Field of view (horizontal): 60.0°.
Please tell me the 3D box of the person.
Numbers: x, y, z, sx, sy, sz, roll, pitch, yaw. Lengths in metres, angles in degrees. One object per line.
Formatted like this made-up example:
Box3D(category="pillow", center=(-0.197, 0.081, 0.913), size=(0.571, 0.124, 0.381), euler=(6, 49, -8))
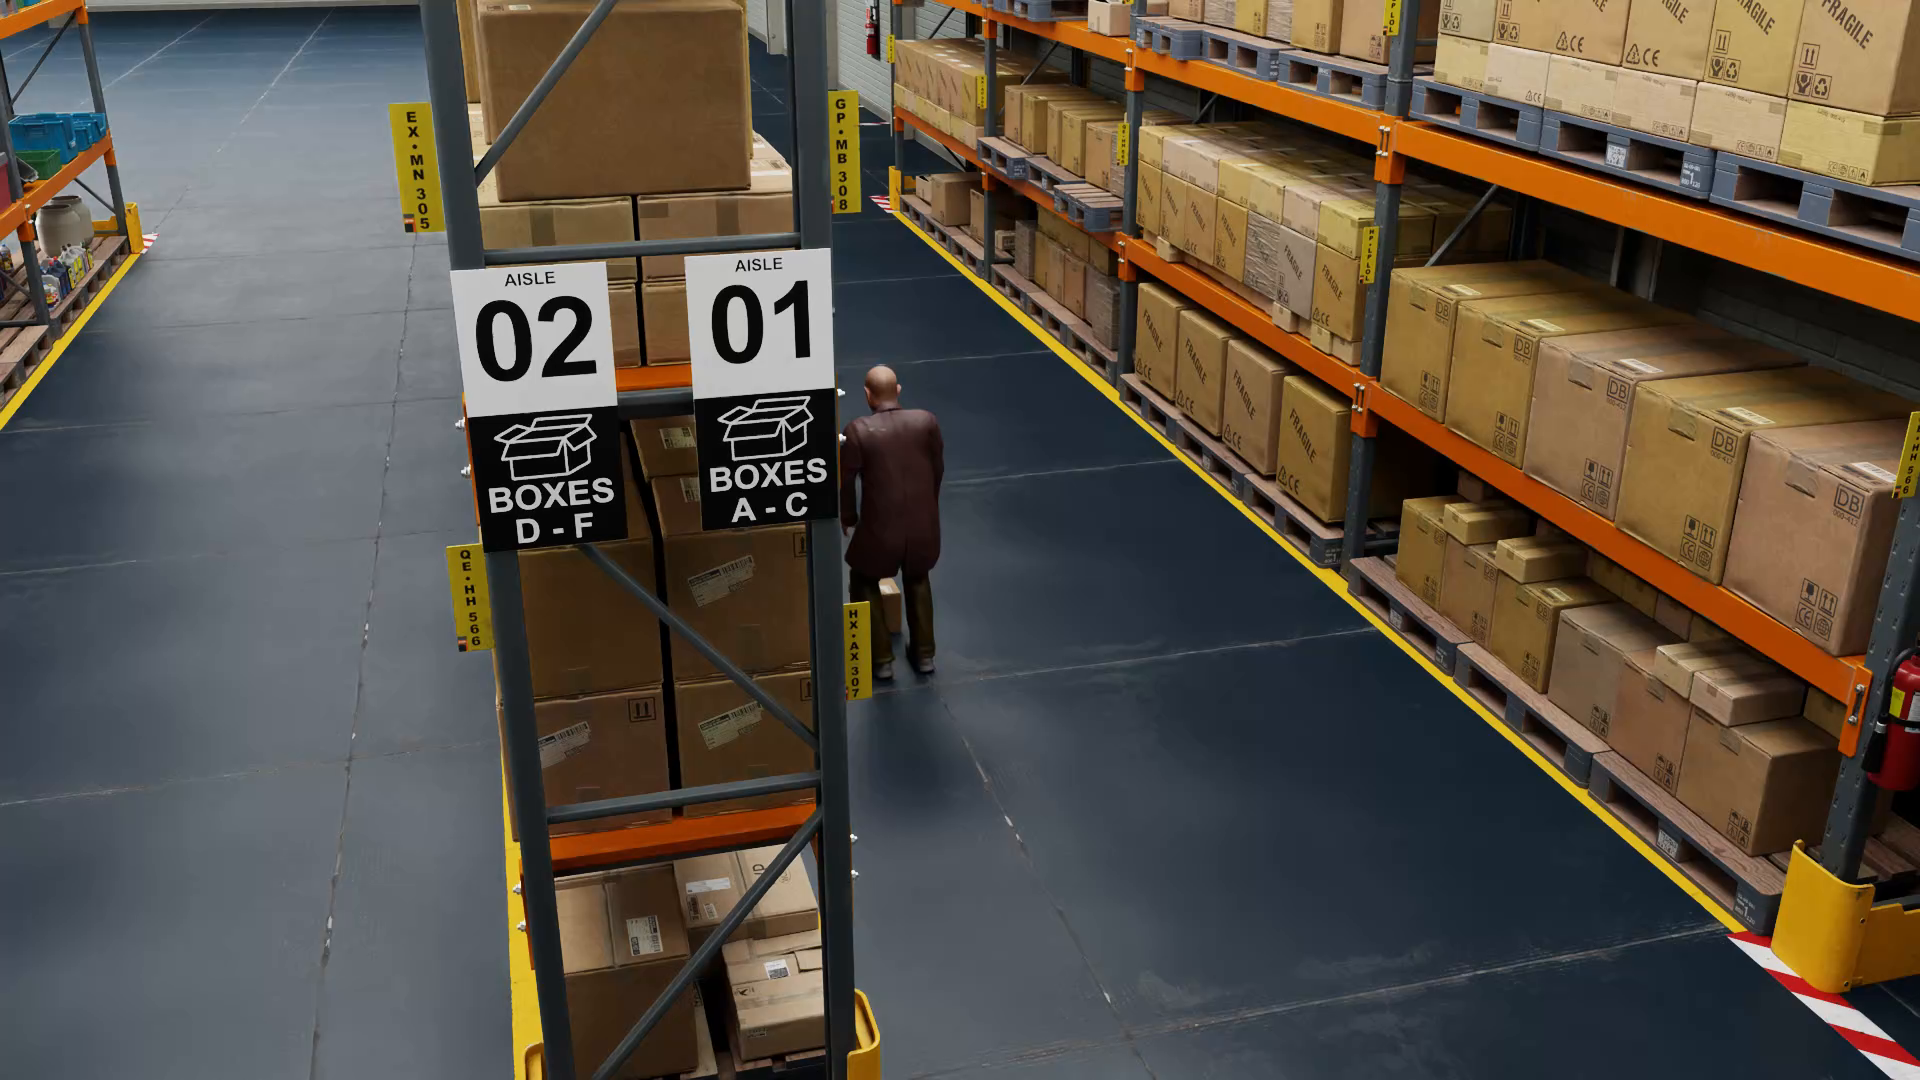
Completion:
Box3D(category="person", center=(-0.376, -0.081, 8.932), size=(0.599, 1.693, 0.466), euler=(-7, 24, -16))
